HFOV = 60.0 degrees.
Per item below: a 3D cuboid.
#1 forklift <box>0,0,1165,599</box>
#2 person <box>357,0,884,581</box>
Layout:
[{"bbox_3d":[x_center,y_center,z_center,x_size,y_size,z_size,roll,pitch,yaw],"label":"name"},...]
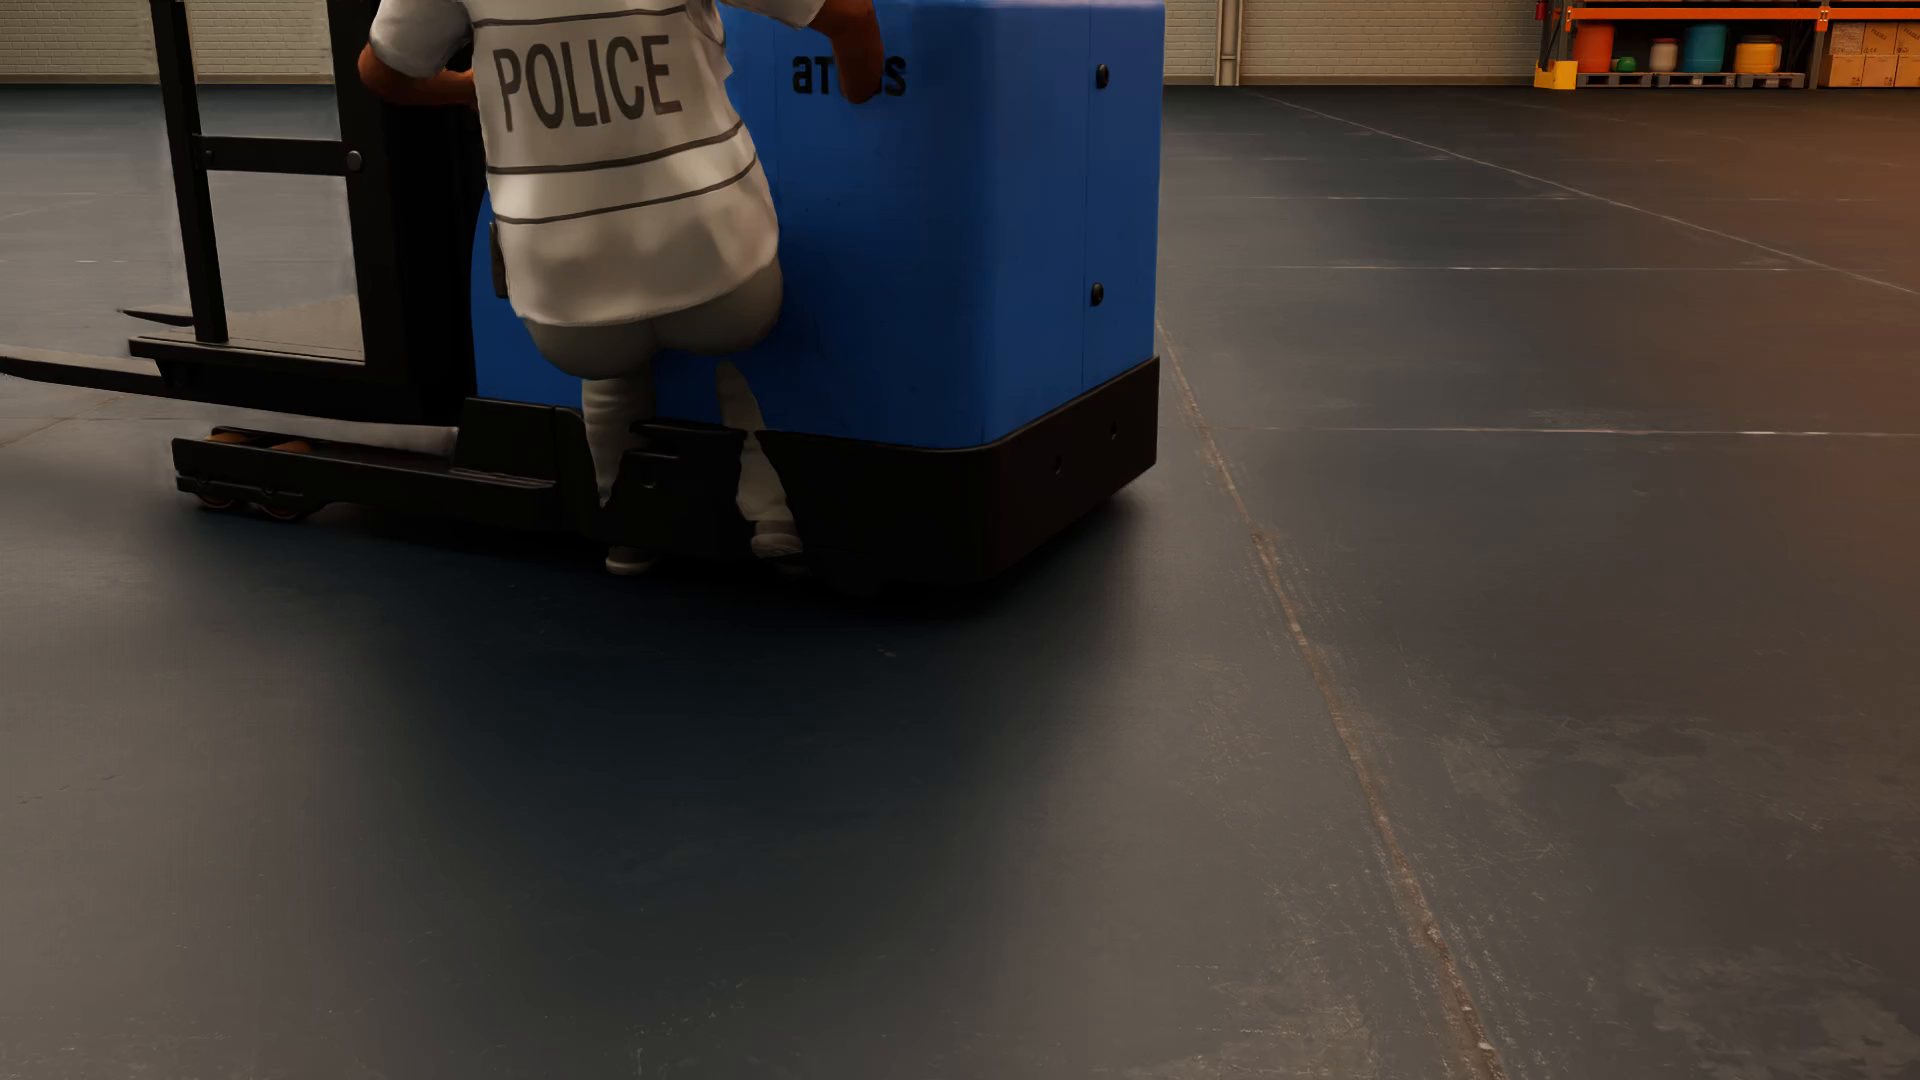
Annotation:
[{"bbox_3d":[-1.124,-1.573,3.494,3.031,2.935,1.130,8,19,24],"label":"forklift"},{"bbox_3d":[-0.550,-0.567,2.811,0.816,1.442,0.831,-3,18,-10],"label":"person"}]
